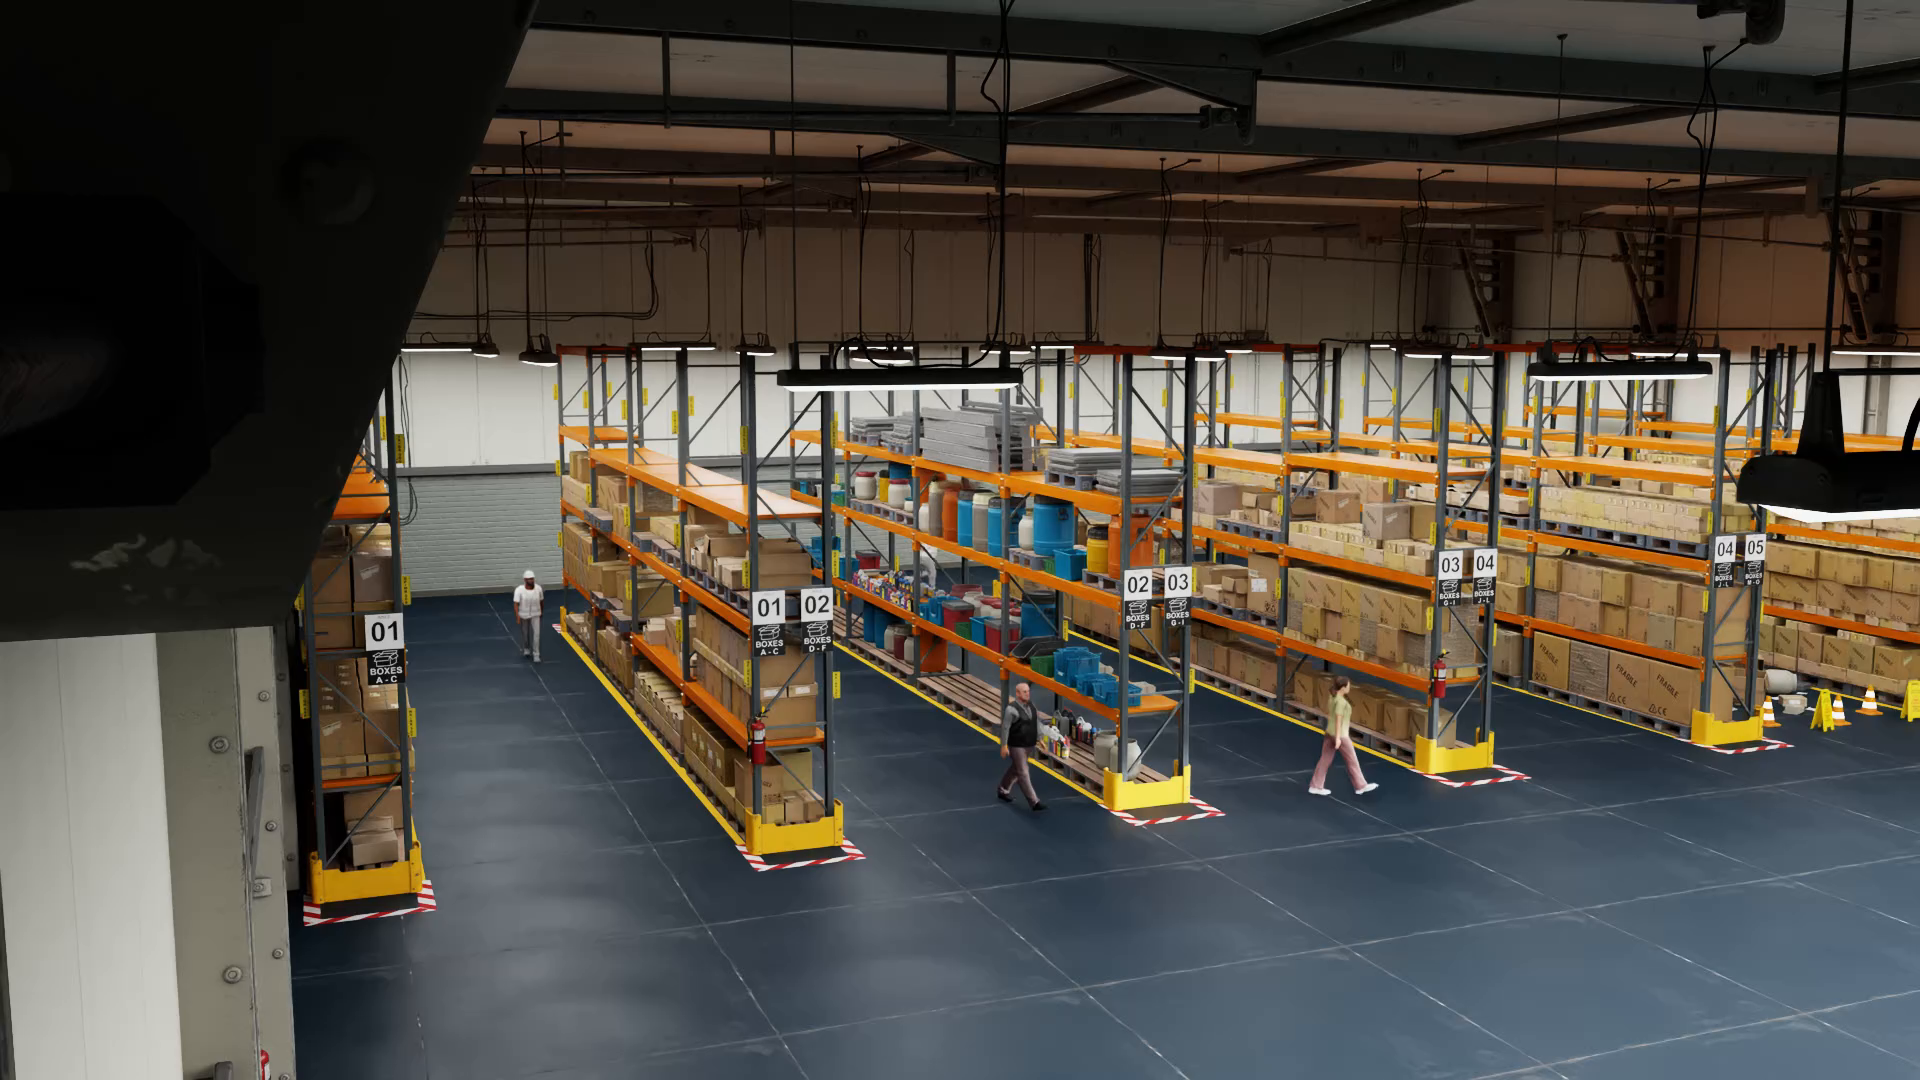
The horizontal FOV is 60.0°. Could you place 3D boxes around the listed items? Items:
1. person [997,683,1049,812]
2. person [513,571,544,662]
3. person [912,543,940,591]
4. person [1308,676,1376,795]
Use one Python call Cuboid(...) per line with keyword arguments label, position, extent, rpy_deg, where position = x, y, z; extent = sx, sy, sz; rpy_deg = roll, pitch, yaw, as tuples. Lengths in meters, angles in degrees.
Cuboid(label="person", position=(0.871, 2.707, 21.888), extent=(1.069, 1.660, 0.568), rpy_deg=(6, 9, 38))
Cuboid(label="person", position=(-8.217, 1.439, 31.719), extent=(0.570, 1.704, 1.069), rpy_deg=(-2, 8, -18))
Cuboid(label="person", position=(-0.817, 0.420, 40.105), extent=(0.805, 1.627, 0.495), rpy_deg=(2, 8, 15))
Cuboid(label="person", position=(5.204, 2.653, 22.627), extent=(0.916, 1.643, 0.454), rpy_deg=(-1, 7, -11))
